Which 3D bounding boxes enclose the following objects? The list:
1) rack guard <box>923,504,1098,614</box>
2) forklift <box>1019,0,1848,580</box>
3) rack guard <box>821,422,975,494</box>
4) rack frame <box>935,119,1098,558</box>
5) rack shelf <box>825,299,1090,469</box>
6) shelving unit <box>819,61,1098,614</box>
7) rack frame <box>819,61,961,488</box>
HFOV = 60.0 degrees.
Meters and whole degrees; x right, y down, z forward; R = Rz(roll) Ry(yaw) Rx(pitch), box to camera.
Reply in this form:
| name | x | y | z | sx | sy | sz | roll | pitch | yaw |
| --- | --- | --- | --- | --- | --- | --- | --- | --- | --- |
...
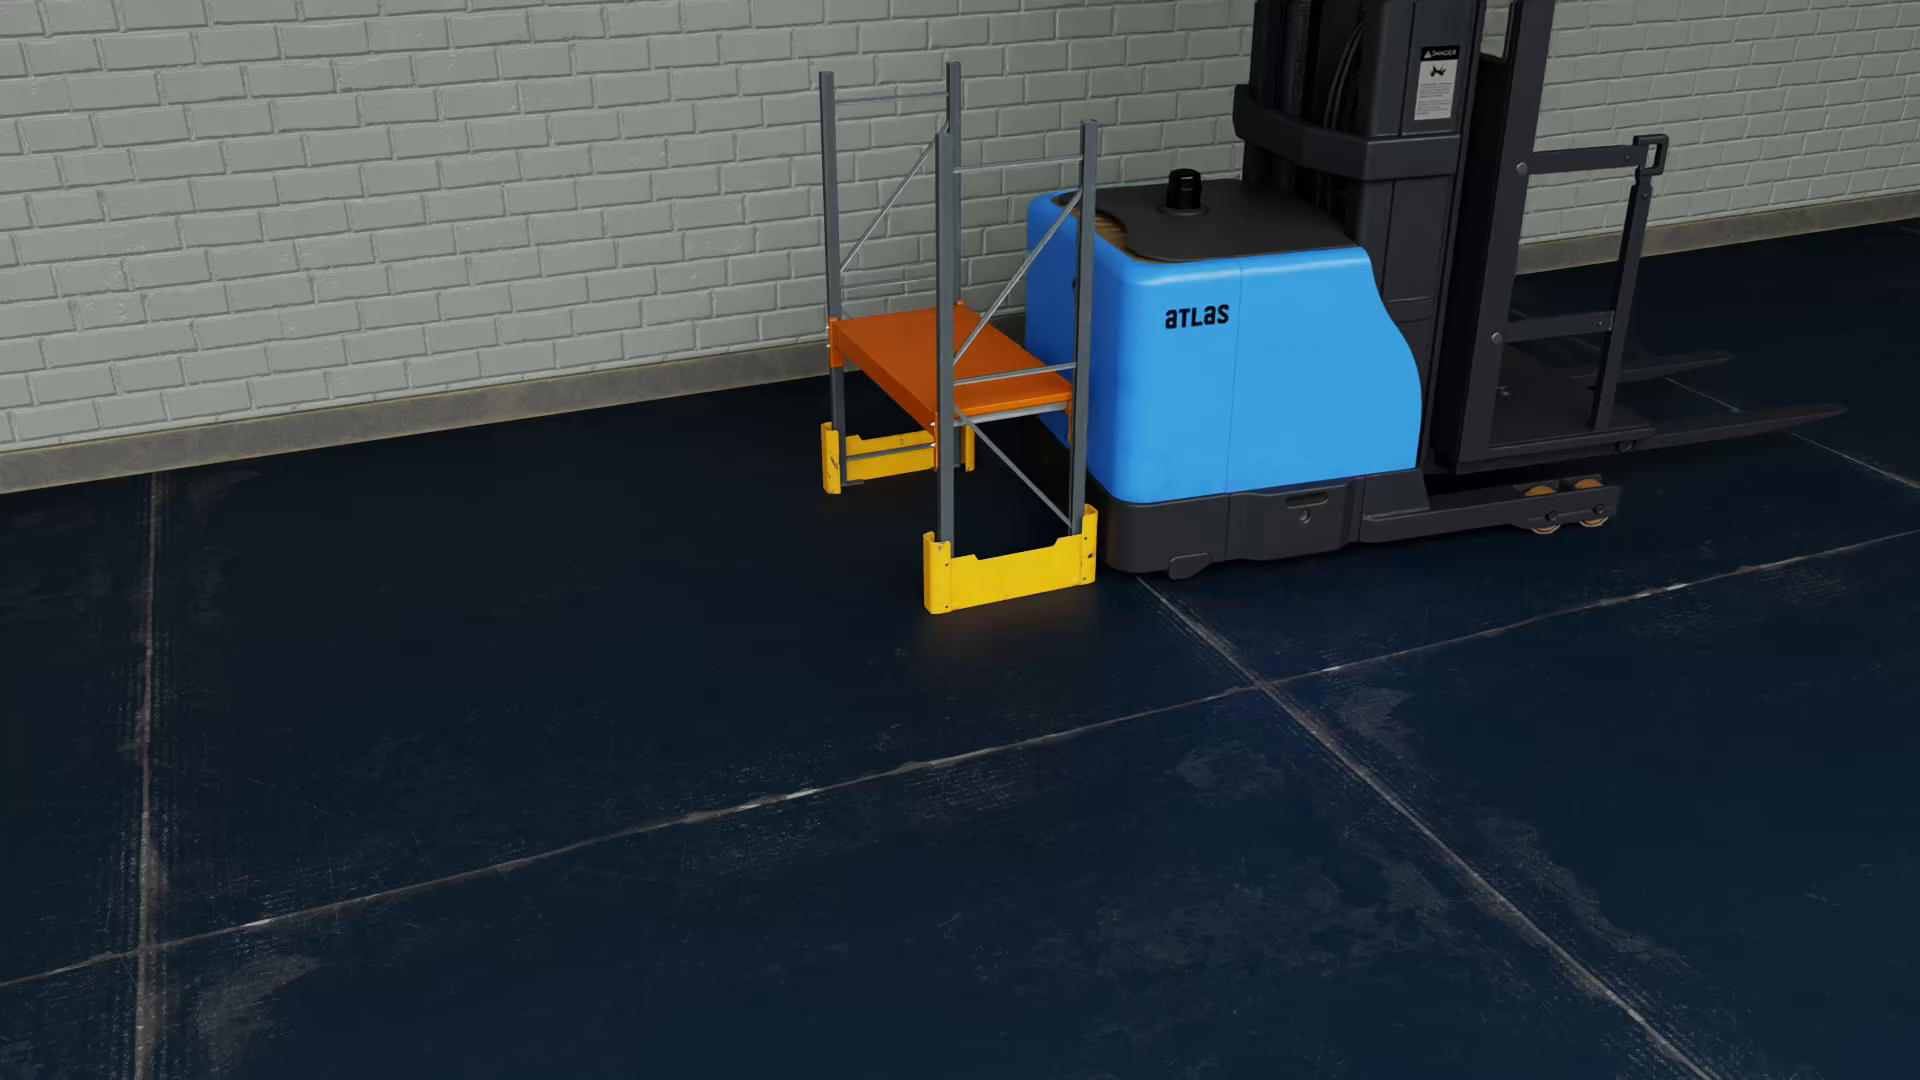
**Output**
| name | x | y | z | sx | sy | sz | roll | pitch | yaw |
| --- | --- | --- | --- | --- | --- | --- | --- | --- | --- |
| rack guard | 0.165 | 0.058 | 5.346 | 0.587 | 0.250 | 0.087 | -11 | 28 | -21 |
| forklift | 1.795 | -1.550 | 5.584 | 3.031 | 2.935 | 1.130 | -8 | 27 | -15 |
| rack guard | -0.225 | -0.344 | 6.170 | 0.587 | 0.250 | 0.087 | -11 | 28 | -21 |
| rack frame | 0.166 | -0.503 | 5.071 | 0.500 | 1.500 | 0.032 | -11 | 28 | -21 |
| rack shelf | -0.033 | -0.547 | 5.570 | 0.538 | 0.185 | 1.000 | -11 | 28 | -21 |
| shelving unit | -0.030 | -0.705 | 5.484 | 0.587 | 1.500 | 1.083 | -11 | 28 | -21 |
| rack frame | -0.232 | -0.914 | 5.912 | 0.500 | 1.500 | 0.032 | -11 | 28 | -21 |
